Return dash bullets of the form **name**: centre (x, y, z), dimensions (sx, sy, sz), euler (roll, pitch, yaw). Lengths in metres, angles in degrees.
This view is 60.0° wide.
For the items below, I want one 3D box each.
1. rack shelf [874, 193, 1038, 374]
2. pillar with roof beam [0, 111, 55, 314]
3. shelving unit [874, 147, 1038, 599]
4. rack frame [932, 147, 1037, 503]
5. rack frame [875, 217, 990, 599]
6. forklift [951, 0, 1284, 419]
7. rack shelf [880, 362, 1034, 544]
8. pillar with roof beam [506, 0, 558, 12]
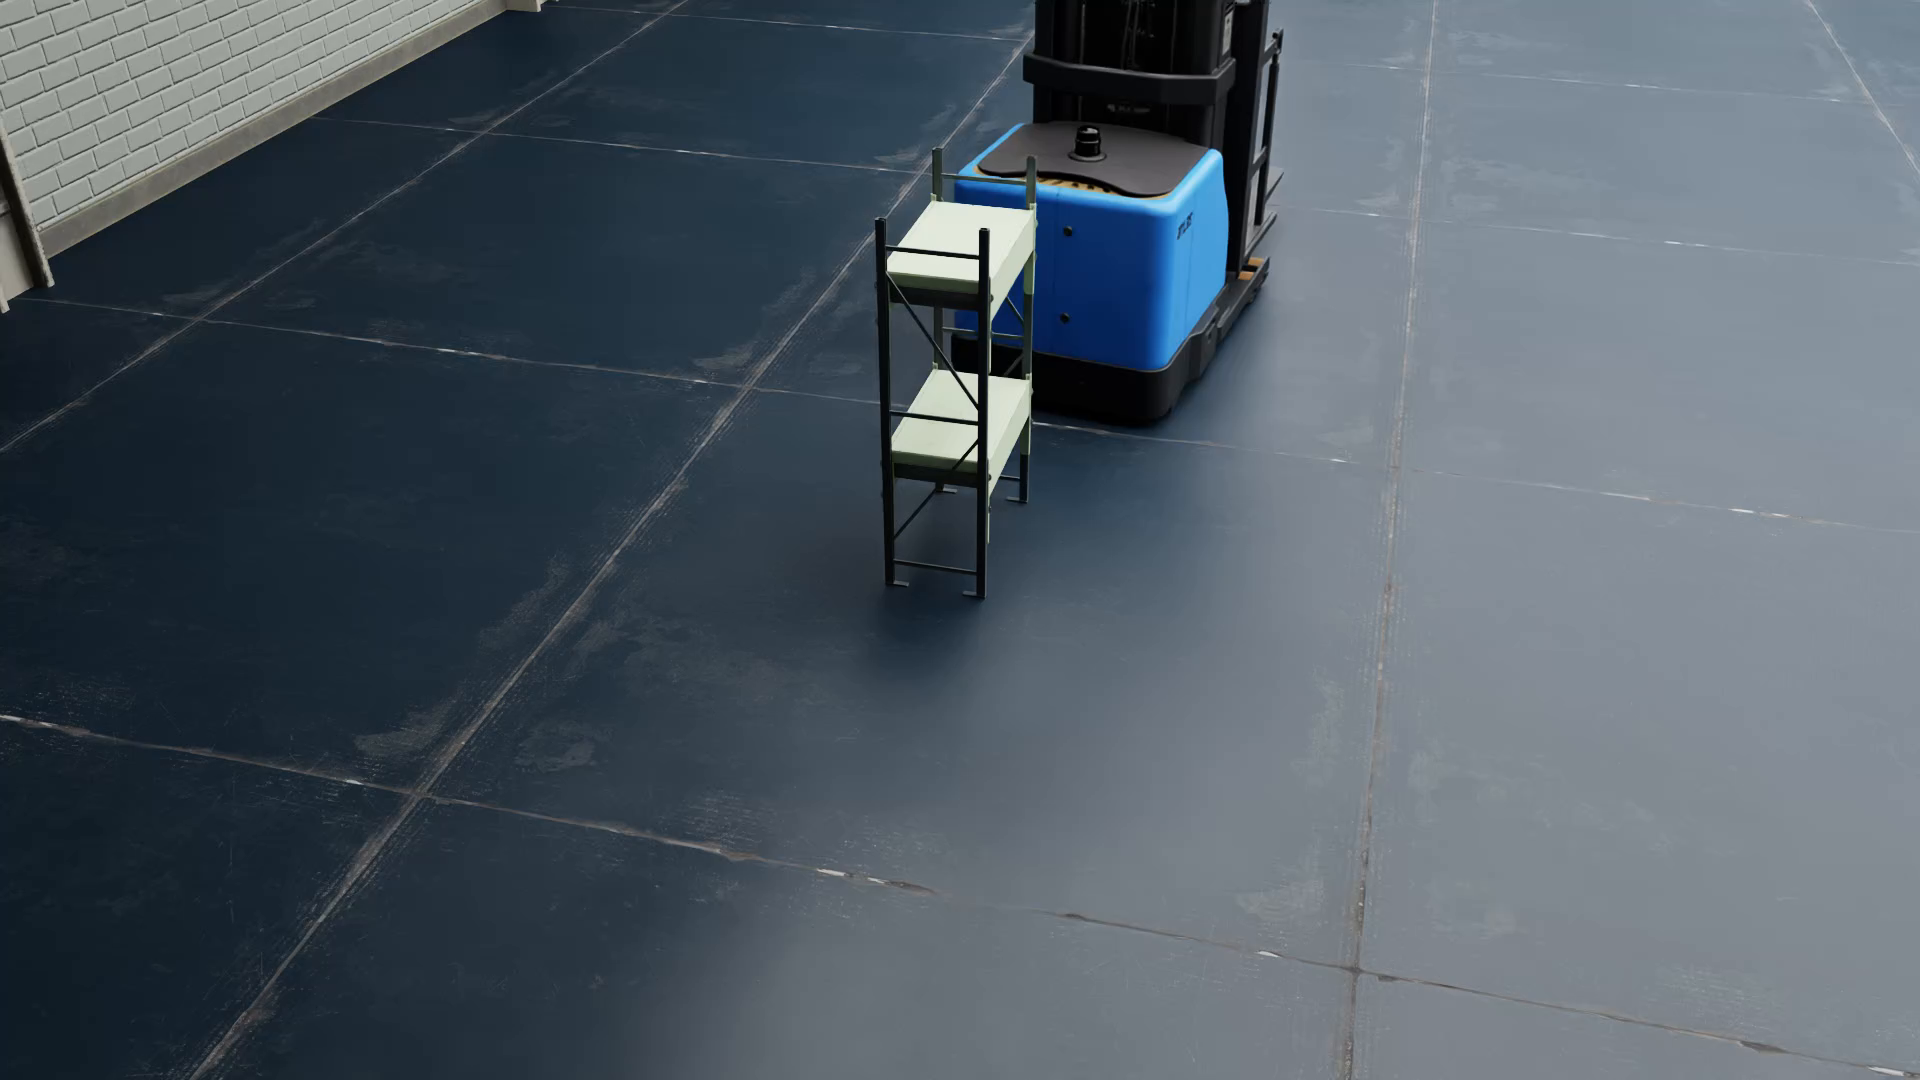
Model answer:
- **rack shelf**: centre (-0.002, -0.959, 6.133), dimensions (0.431, 0.370, 0.720), euler (8, 33, 12)
- **pillar with roof beam**: centre (-0.882, -4.505, 5.448), dimensions (9.100, 9.000, 0.400), euler (8, 33, 12)
- **shelving unit**: centre (-0.002, -0.629, 6.342), dimensions (0.431, 1.500, 0.755), euler (8, 33, 12)
- **rack frame**: centre (0.091, -0.819, 6.641), dimensions (0.400, 1.500, 0.023), euler (8, 33, 12)
- **rack frame**: centre (-0.095, -0.440, 6.043), dimensions (0.400, 1.500, 0.023), euler (8, 33, 12)
- **forklift**: centre (1.000, -2.557, 8.040), dimensions (1.130, 2.935, 3.031), euler (13, 35, 19)
- **rack shelf**: centre (-0.002, -0.354, 6.517), dimensions (0.431, 0.370, 0.720), euler (8, 33, 12)
- **pillar with roof beam**: centre (0.640, -7.618, 10.346), dimensions (9.100, 9.000, 0.400), euler (8, 33, 12)
